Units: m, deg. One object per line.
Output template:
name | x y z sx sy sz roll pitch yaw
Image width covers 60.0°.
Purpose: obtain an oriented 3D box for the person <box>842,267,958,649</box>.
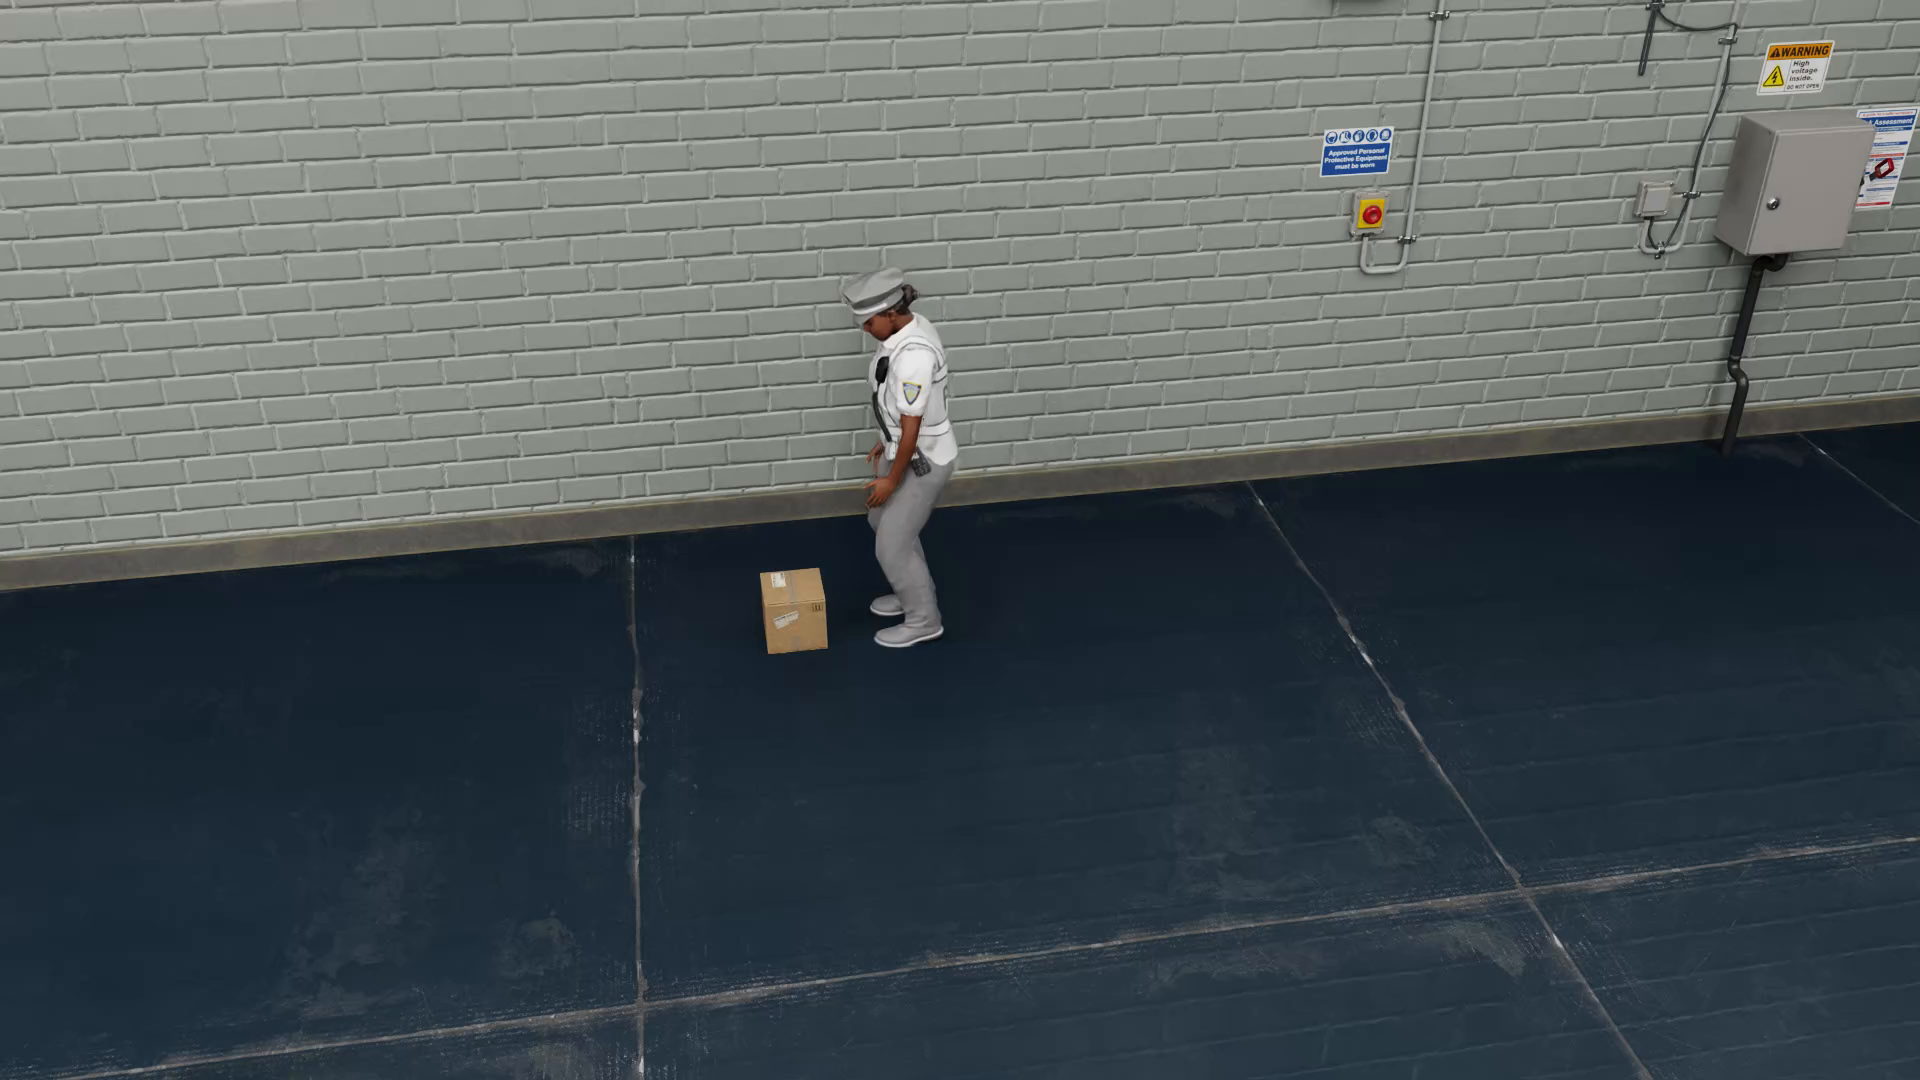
person | -0.230 -0.317 6.713 0.442 1.624 0.457 -5 31 -8
